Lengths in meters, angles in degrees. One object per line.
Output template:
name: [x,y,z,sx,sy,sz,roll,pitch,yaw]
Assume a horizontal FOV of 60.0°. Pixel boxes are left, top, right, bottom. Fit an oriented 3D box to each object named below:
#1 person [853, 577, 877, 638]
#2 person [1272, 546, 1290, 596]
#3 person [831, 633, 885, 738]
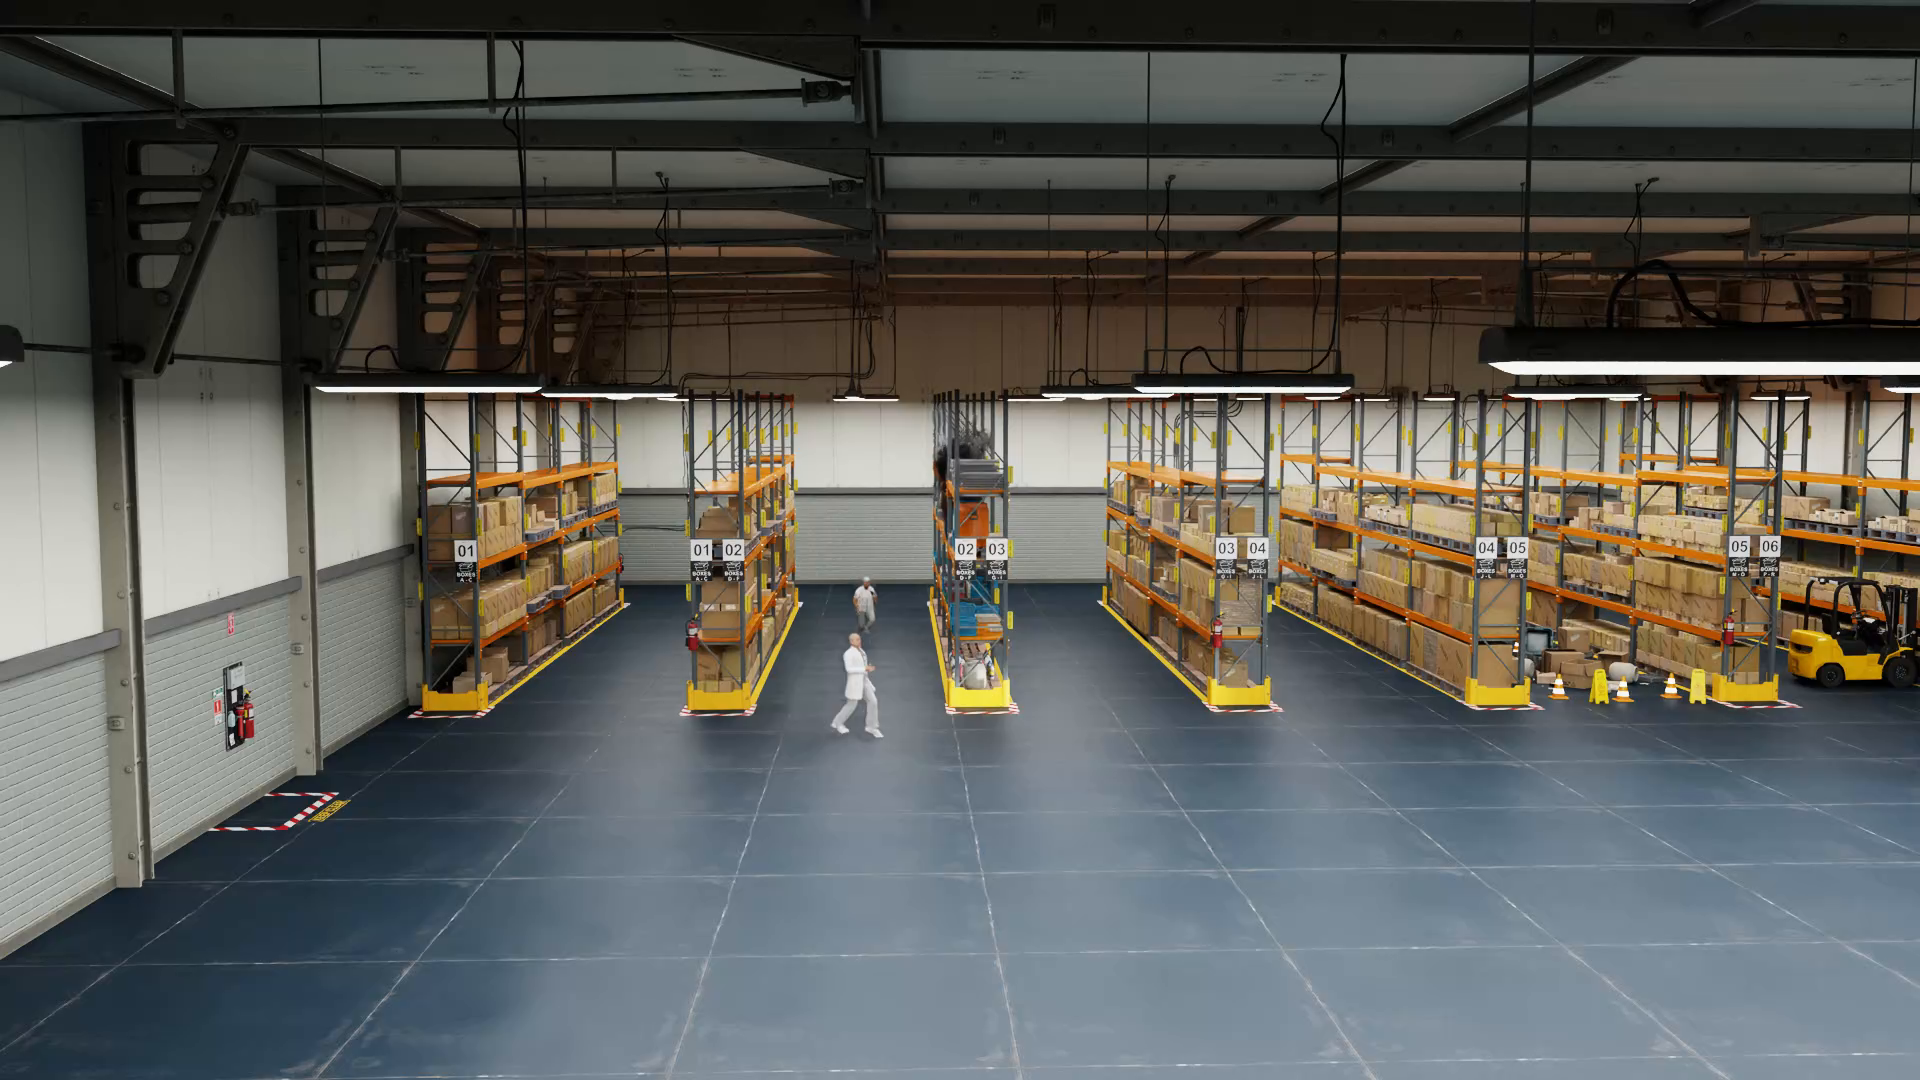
person: [-2.253,1.564,39.745,0.595,1.380,0.797,-1,5,-16]
person: [9.541,0.896,49.150,0.796,1.614,0.739,2,5,24]
person: [-1.767,2.507,28.698,0.963,1.815,0.725,3,5,29]
